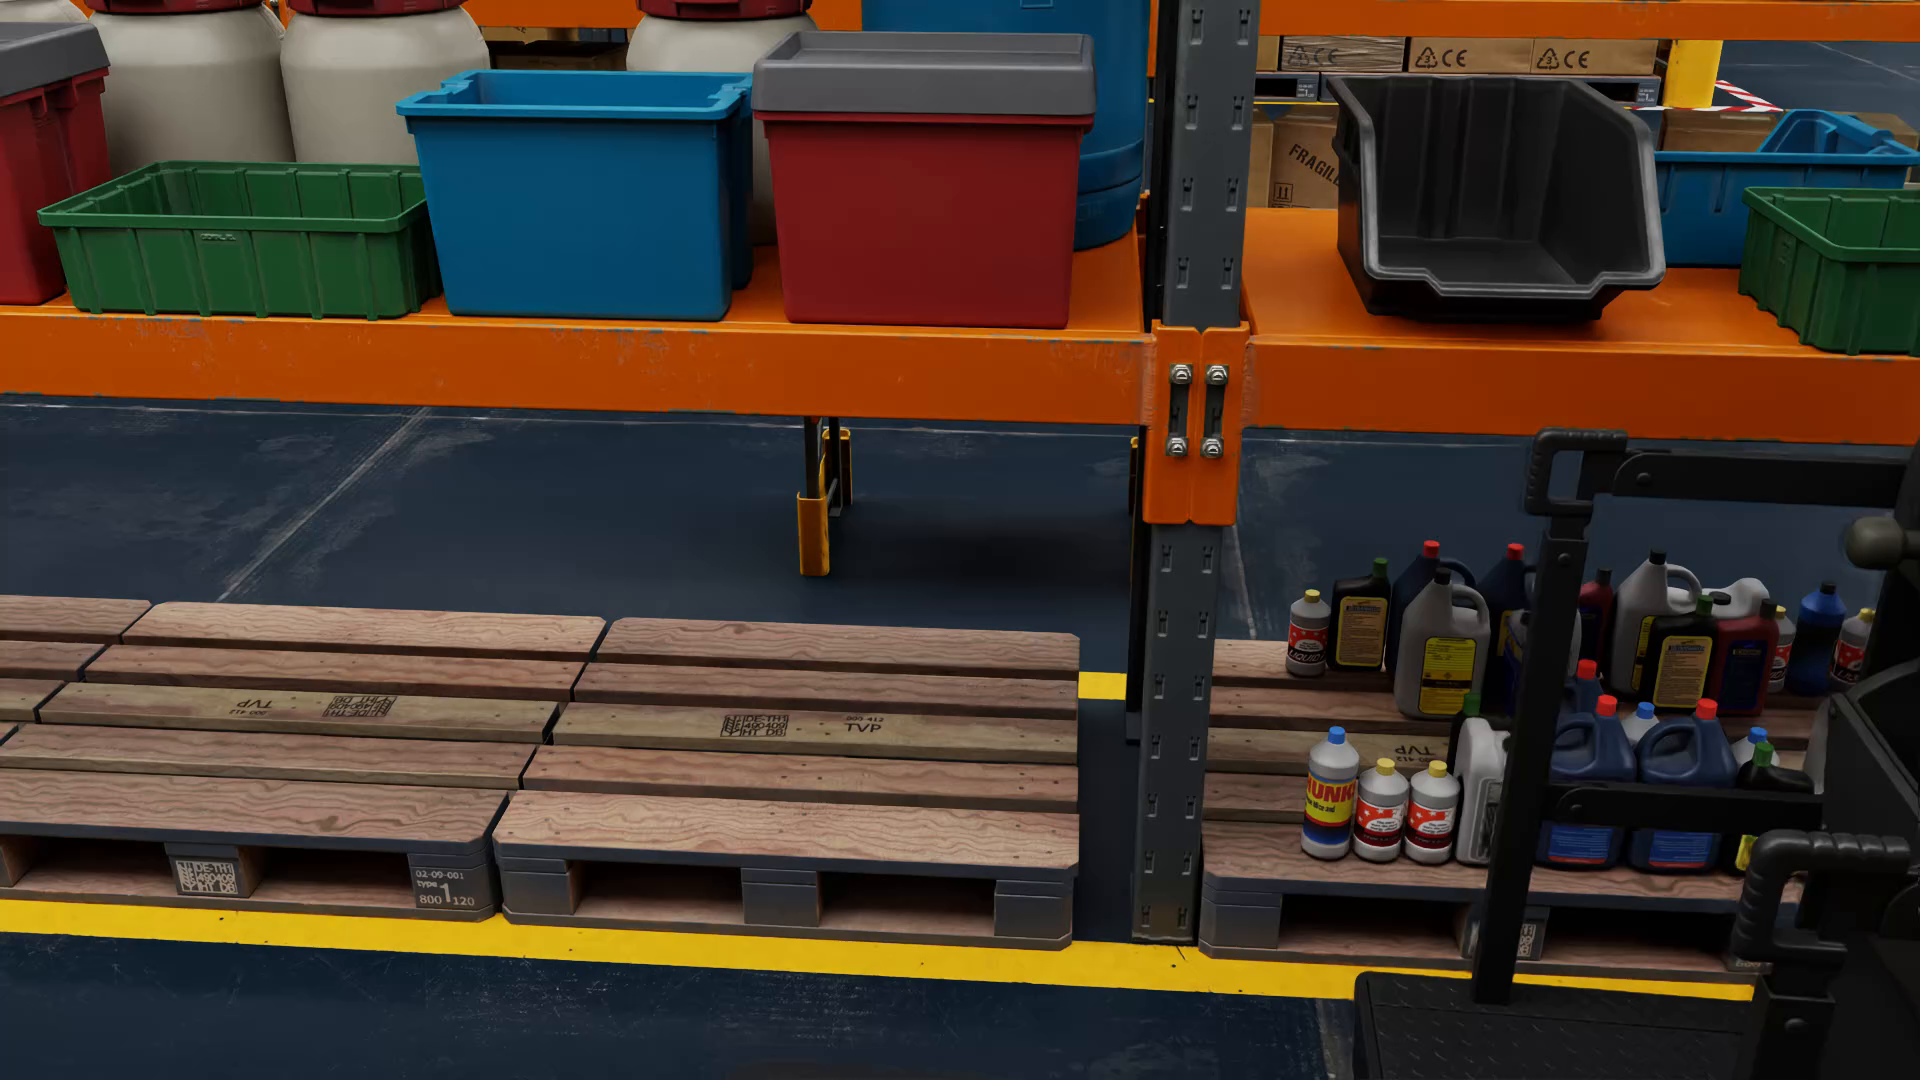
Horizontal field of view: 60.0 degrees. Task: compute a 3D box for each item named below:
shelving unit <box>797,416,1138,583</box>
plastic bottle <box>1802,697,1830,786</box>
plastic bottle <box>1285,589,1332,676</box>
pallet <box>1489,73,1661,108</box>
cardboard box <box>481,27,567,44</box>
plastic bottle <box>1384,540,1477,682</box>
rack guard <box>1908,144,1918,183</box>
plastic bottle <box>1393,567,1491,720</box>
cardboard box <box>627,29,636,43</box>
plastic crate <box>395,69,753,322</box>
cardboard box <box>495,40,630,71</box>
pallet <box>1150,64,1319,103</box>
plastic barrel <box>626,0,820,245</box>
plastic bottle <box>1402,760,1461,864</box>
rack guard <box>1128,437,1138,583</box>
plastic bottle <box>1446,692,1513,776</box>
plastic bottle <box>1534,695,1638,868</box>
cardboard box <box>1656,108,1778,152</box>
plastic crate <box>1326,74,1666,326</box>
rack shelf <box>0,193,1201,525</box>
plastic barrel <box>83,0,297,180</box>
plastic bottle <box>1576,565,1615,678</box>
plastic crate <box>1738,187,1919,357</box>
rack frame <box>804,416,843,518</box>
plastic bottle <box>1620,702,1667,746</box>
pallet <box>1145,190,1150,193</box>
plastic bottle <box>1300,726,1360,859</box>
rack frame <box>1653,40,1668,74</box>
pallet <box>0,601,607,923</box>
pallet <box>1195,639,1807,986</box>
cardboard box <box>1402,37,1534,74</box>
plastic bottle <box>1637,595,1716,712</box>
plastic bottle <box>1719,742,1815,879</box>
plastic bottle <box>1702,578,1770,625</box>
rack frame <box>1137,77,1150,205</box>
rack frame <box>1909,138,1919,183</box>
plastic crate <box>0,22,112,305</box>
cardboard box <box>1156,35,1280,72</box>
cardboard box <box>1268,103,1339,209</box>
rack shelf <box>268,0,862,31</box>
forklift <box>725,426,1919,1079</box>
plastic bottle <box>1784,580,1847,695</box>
[{"bbox_3d":[0.076,-0.679,4.931,1.083,1.500,0.587,2,25,4],"label":"shelving unit"},{"bbox_3d":[1.828,0.457,3.400,0.135,0.276,0.152,2,25,4],"label":"plastic bottle"},{"bbox_3d":[0.842,0.217,4.011,0.097,0.201,0.097,0,25,0],"label":"plastic bottle"},{"bbox_3d":[4.501,-3.463,12.523,1.213,0.211,1.003,2,25,4],"label":"pallet"},{"bbox_3d":[-3.348,-3.960,12.755,0.500,0.500,0.500,2,25,4],"label":"cardboard box"},{"bbox_3d":[1.121,0.168,3.939,0.185,0.351,0.144,1,25,3],"label":"plastic bottle"},{"bbox_3d":[4.748,-1.539,7.997,0.348,0.500,1.175,2,25,4],"label":"rack guard"},{"bbox_3d":[1.109,0.228,3.809,0.185,0.351,0.144,2,25,4],"label":"plastic bottle"},{"bbox_3d":[-2.072,-4.104,12.770,0.750,0.750,1.050,2,25,3],"label":"cardboard box"},{"bbox_3d":[-0.667,-0.634,3.059,0.575,0.384,0.392,2,25,4],"label":"plastic crate"},{"bbox_3d":[-1.953,-2.312,8.252,0.500,0.250,0.500,5,25,10],"label":"cardboard box"},{"bbox_3d":[2.068,-3.541,12.692,1.213,0.211,1.003,2,25,4],"label":"pallet"},{"bbox_3d":[-0.481,-0.920,3.498,0.433,0.535,0.433,0,25,0],"label":"plastic barrel"},{"bbox_3d":[0.943,0.535,3.321,0.097,0.201,0.097,0,25,0],"label":"plastic bottle"},{"bbox_3d":[0.573,-0.095,5.158,0.087,0.250,0.587,2,25,4],"label":"rack guard"},{"bbox_3d":[1.073,0.446,3.417,0.133,0.283,0.061,2,25,4],"label":"plastic bottle"},{"bbox_3d":[1.229,0.466,3.291,0.185,0.351,0.144,3,25,5],"label":"plastic bottle"},{"bbox_3d":[3.604,-1.759,7.973,0.500,0.500,0.500,8,26,18],"label":"cardboard box"},{"bbox_3d":[0.969,-0.638,3.123,0.504,0.338,0.767,2,25,4],"label":"plastic crate"},{"bbox_3d":[-1.538,-0.473,3.551,4.000,0.370,1.077,2,25,4],"label":"rack shelf"},{"bbox_3d":[-1.644,-0.957,3.579,0.433,0.535,0.433,0,25,0],"label":"plastic barrel"},{"bbox_3d":[1.478,0.193,3.966,0.133,0.283,0.061,3,25,8],"label":"plastic bottle"},{"bbox_3d":[1.788,-0.479,2.955,0.662,0.188,0.450,2,25,4],"label":"plastic crate"},{"bbox_3d":[-0.422,-0.695,4.966,0.032,1.500,0.500,2,25,4],"label":"rack frame"},{"bbox_3d":[1.383,0.457,3.407,0.097,0.271,0.097,0,25,0],"label":"plastic bottle"},{"bbox_3d":[1.508,-1.527,8.316,1.213,0.211,1.003,2,25,4],"label":"pallet"},{"bbox_3d":[0.741,0.496,3.320,0.097,0.271,0.097,0,25,0],"label":"plastic bottle"},{"bbox_3d":[5.304,-4.736,11.955,0.127,3.000,1.000,2,25,4],"label":"rack frame"},{"bbox_3d":[-1.549,0.484,3.946,1.213,0.211,1.003,2,25,4],"label":"pallet"},{"bbox_3d":[1.123,0.570,3.760,1.213,0.211,1.003,2,25,4],"label":"pallet"},{"bbox_3d":[3.746,-3.983,12.358,0.875,0.875,0.875,1,25,3],"label":"cardboard box"},{"bbox_3d":[1.652,0.259,3.823,0.133,0.283,0.061,2,25,4],"label":"plastic bottle"},{"bbox_3d":[1.579,0.526,3.243,0.133,0.283,0.061,3,25,6],"label":"plastic bottle"},{"bbox_3d":[1.796,0.225,3.904,0.135,0.276,0.152,2,25,5],"label":"plastic bottle"},{"bbox_3d":[0.836,-2.800,7.747,0.127,3.000,1.000,2,25,4],"label":"rack frame"},{"bbox_3d":[4.824,-2.672,7.469,0.127,3.000,1.000,2,25,4],"label":"rack frame"},{"bbox_3d":[-1.944,-0.714,3.136,0.583,0.464,0.402,2,25,4],"label":"plastic crate"},{"bbox_3d":[1.938,-4.041,12.482,0.875,0.875,0.875,2,25,5],"label":"cardboard box"},{"bbox_3d":[1.803,-1.811,8.085,0.500,0.500,0.500,10,27,21],"label":"cardboard box"},{"bbox_3d":[-1.159,-2.538,8.037,4.000,0.370,1.077,2,25,4],"label":"rack shelf"},{"bbox_3d":[1.077,-0.030,1.809,3.031,2.935,1.130,3,25,6],"label":"forklift"},{"bbox_3d":[2.017,0.223,3.915,0.097,0.271,0.097,0,25,0],"label":"plastic bottle"}]
